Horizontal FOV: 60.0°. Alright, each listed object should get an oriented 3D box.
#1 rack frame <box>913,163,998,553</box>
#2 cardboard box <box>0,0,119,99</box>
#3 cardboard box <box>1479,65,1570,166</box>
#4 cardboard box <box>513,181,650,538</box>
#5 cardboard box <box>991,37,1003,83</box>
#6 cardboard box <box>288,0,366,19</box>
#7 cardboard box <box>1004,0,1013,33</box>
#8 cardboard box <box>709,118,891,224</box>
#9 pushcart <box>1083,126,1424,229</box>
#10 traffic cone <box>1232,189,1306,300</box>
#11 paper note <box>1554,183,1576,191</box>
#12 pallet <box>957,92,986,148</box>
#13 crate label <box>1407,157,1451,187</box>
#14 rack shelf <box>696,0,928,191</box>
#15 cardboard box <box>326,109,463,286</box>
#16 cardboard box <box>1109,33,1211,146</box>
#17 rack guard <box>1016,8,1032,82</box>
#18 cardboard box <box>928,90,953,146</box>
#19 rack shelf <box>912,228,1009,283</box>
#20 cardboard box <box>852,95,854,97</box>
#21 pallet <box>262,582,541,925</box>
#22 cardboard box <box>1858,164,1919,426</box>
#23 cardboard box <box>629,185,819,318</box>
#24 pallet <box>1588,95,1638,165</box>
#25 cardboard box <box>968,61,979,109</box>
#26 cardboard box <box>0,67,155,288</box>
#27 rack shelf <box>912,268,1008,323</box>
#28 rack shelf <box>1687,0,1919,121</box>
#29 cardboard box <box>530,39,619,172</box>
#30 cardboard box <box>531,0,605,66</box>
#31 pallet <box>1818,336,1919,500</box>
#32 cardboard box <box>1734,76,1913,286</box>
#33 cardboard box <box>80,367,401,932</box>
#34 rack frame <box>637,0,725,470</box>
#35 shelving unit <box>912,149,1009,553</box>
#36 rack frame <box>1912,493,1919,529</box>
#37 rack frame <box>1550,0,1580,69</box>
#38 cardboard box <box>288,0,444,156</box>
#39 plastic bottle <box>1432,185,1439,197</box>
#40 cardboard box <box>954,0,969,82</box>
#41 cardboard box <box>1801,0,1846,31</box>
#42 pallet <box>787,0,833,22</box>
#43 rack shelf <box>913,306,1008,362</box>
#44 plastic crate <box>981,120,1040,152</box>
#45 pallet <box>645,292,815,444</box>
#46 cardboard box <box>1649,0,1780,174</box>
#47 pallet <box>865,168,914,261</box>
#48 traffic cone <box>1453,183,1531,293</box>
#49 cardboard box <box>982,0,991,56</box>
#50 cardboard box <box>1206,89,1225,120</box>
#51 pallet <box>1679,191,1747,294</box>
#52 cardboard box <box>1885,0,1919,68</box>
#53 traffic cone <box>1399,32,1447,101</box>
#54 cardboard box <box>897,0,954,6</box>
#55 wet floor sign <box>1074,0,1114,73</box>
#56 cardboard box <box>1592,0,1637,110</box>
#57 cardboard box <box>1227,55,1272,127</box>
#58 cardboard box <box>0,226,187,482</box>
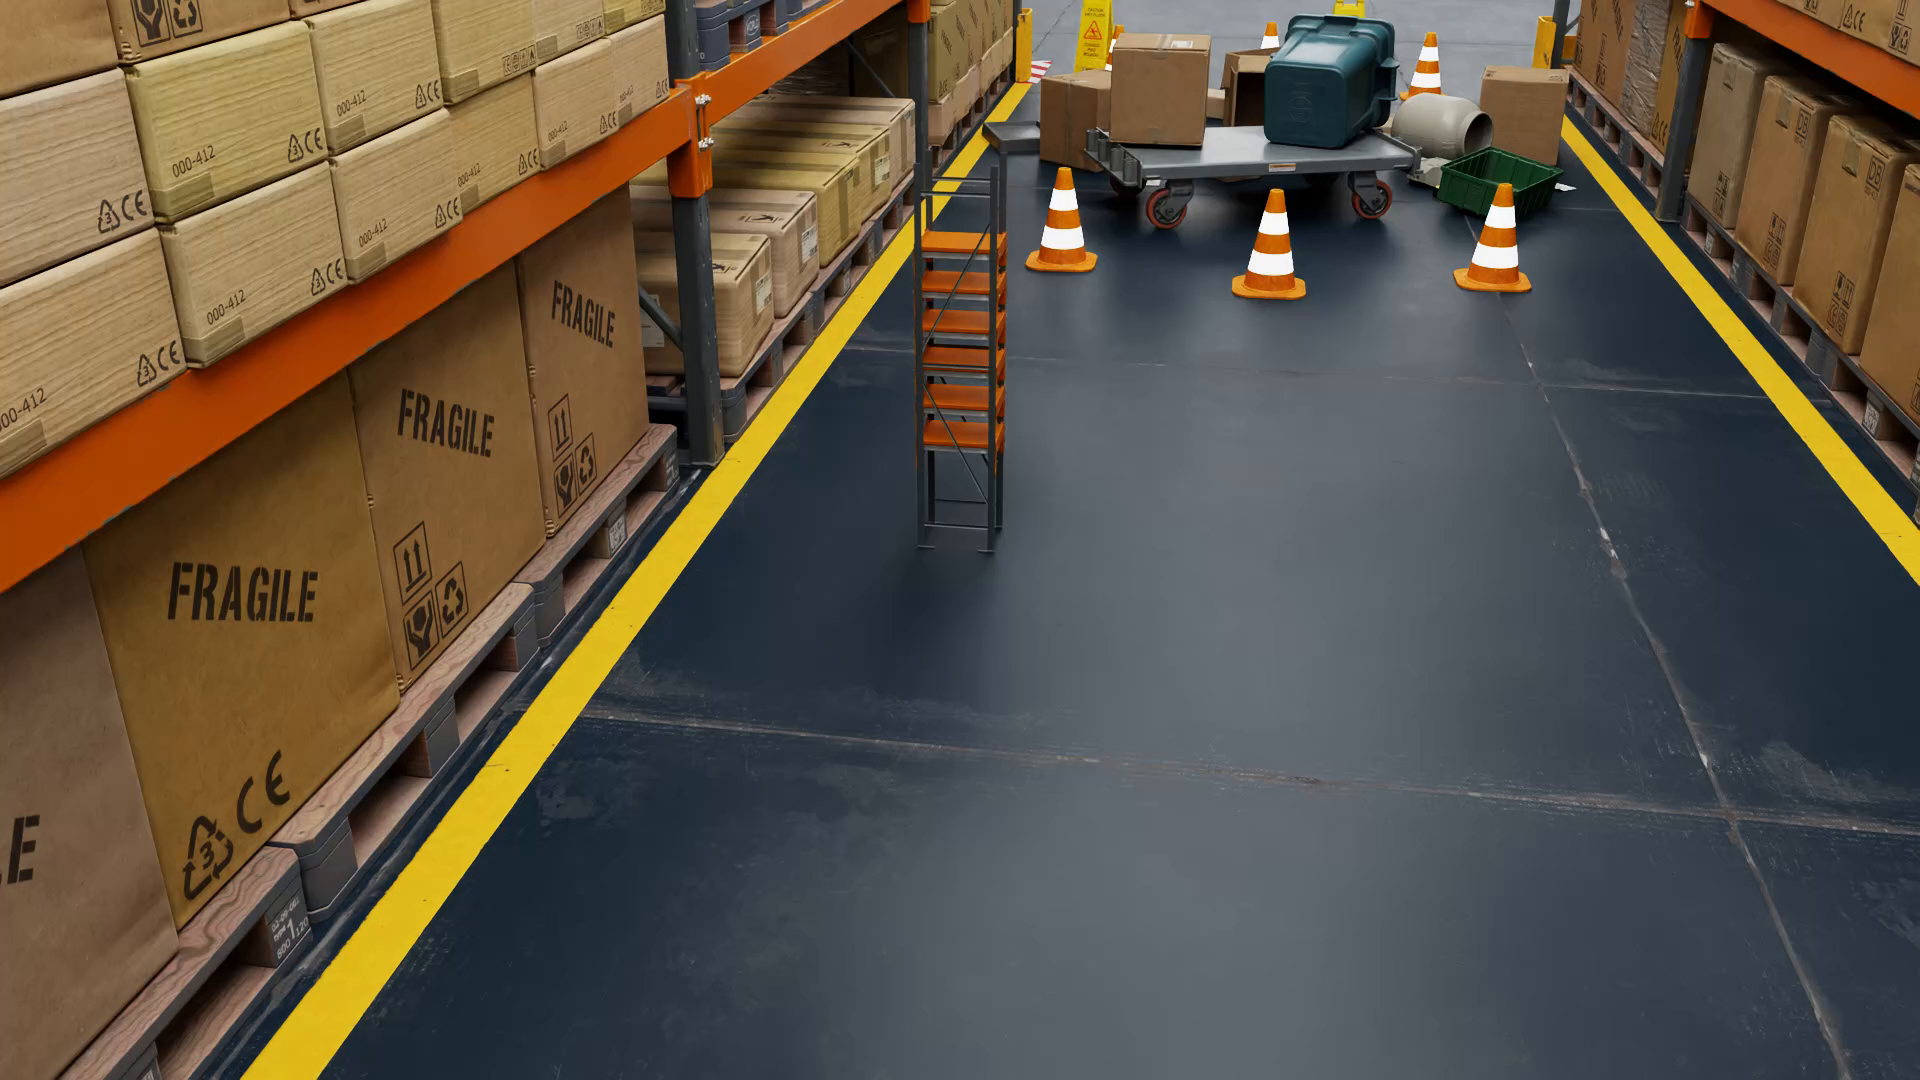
[{"bbox_3d":[-0.013,-0.511,4.927,0.240,1.200,0.006,4,25,9],"label":"rack frame"},{"bbox_3d":[-1.576,-0.867,2.267,0.500,0.500,0.500,4,25,8],"label":"cardboard box"},{"bbox_3d":[3.462,-2.625,10.265,0.500,0.500,0.500,8,26,18],"label":"cardboard box"},{"bbox_3d":[-1.528,-0.608,5.021,0.875,0.875,0.875,4,25,8],"label":"cardboard box"},{"bbox_3d":[0.015,-3.381,11.683,0.500,0.250,0.500,4,25,9],"label":"cardboard box"},{"bbox_3d":[-1.413,-1.293,3.177,0.500,0.500,0.500,4,25,8],"label":"cardboard box"},{"bbox_3d":[0.100,-3.940,11.993,0.500,0.500,0.500,4,25,9],"label":"cardboard box"},{"bbox_3d":[-0.877,-1.816,8.195,0.950,0.372,0.625,6,26,12],"label":"cardboard box"},{"bbox_3d":[1.578,-2.011,9.102,1.648,0.377,0.936,-5,25,-10],"label":"pushcart"},{"bbox_3d":[1.438,-1.381,7.654,0.336,0.463,0.334,4,25,9],"label":"traffic cone"},{"bbox_3d":[3.437,-2.035,9.561,0.147,0.020,0.142,-14,29,-27],"label":"paper note"},{"bbox_3d":[-0.408,-2.868,11.129,1.003,0.211,1.213,4,25,9],"label":"pallet"},{"bbox_3d":[2.749,-2.130,9.638,0.298,0.136,0.250,-14,29,-27],"label":"crate label"},{"bbox_3d":[-1.006,-2.174,7.204,1.077,0.370,4.000,4,25,9],"label":"rack shelf"},{"bbox_3d":[-1.381,-0.726,3.440,0.500,0.250,0.500,4,25,8],"label":"cardboard box"},{"bbox_3d":[1.081,-2.436,8.972,0.500,0.500,0.500,4,25,9],"label":"cardboard box"},{"bbox_3d":[-0.038,-3.845,12.875,1.175,0.500,0.348,4,25,9],"label":"rack guard"},{"bbox_3d":[-0.317,-2.509,9.820,0.500,0.250,0.500,3,25,6],"label":"cardboard box"},{"bbox_3d":[0.002,-0.835,4.875,0.258,0.103,0.180,4,25,9],"label":"rack shelf"},{"bbox_3d":[-0.848,-2.547,9.901,0.500,0.250,0.500,5,26,11],"label":"cardboard box"},{"bbox_3d":[-1.738,0.433,4.076,1.003,0.211,1.213,4,25,9],"label":"pallet"},{"bbox_3d":[3.755,-0.782,5.541,1.050,0.750,0.750,4,25,8],"label":"cardboard box"},{"bbox_3d":[-1.118,-1.208,6.897,0.950,0.372,0.625,4,25,8],"label":"cardboard box"},{"bbox_3d":[4.619,-2.597,10.549,1.003,0.211,1.213,4,25,9],"label":"pallet"},{"bbox_3d":[-0.157,-2.955,10.773,0.500,0.250,0.500,4,25,8],"label":"cardboard box"},{"bbox_3d":[-1.579,-0.533,2.438,0.500,0.250,0.500,4,25,9],"label":"cardboard box"},{"bbox_3d":[0.002,-0.727,4.926,0.258,0.103,0.180,4,25,9],"label":"rack shelf"},{"bbox_3d":[3.894,-1.873,6.562,1.077,0.370,4.000,4,25,9],"label":"rack shelf"},{"bbox_3d":[-1.228,-1.151,4.347,0.500,0.250,0.500,4,25,9],"label":"cardboard box"},{"bbox_3d":[-1.242,-1.387,4.262,0.500,0.250,0.500,3,25,7],"label":"cardboard box"},{"bbox_3d":[3.770,-0.424,5.907,1.003,0.211,1.213,4,25,9],"label":"pallet"},{"bbox_3d":[4.046,-1.538,7.155,1.050,0.750,0.750,4,25,9],"label":"cardboard box"},{"bbox_3d":[-1.825,0.139,3.426,0.875,0.875,0.875,5,26,10],"label":"cardboard box"},{"bbox_3d":[-1.333,-1.663,5.265,1.000,3.000,0.127,4,25,9],"label":"rack frame"},{"bbox_3d":[0.002,-0.549,5.009,0.258,1.200,0.189,4,25,9],"label":"shelving unit"},{"bbox_3d":[3.567,-1.362,4.622,1.000,3.000,0.127,4,25,9],"label":"rack frame"},{"bbox_3d":[4.874,-4.708,11.771,1.000,3.000,0.127,4,25,9],"label":"rack frame"},{"bbox_3d":[-1.390,-0.954,3.337,0.500,0.250,0.500,3,25,7],"label":"cardboard box"},{"bbox_3d":[2.777,-1.925,9.290,0.133,0.061,0.283,-9,27,-19],"label":"plastic bottle"},{"bbox_3d":[-0.241,-3.073,10.141,0.500,0.500,0.500,5,26,11],"label":"cardboard box"},{"bbox_3d":[3.620,-2.247,6.394,0.500,0.500,0.500,4,25,9],"label":"cardboard box"},{"bbox_3d":[-1.050,-2.407,7.080,1.003,0.211,1.213,4,25,9],"label":"pallet"},{"bbox_3d":[0.002,-0.618,4.977,0.258,0.103,0.180,4,25,9],"label":"rack shelf"},{"bbox_3d":[0.386,-2.614,10.739,0.402,0.080,0.583,-5,25,-10],"label":"plastic crate"},{"bbox_3d":[-1.204,-0.727,6.554,1.003,0.211,1.213,4,25,9],"label":"pallet"},{"bbox_3d":[4.392,-2.521,9.109,0.875,0.875,0.875,4,25,9],"label":"cardboard box"},{"bbox_3d":[-0.805,-1.747,8.734,1.003,0.211,1.213,4,25,9],"label":"pallet"},{"bbox_3d":[2.512,-1.430,7.760,0.336,0.463,0.334,4,25,9],"label":"traffic cone"},{"bbox_3d":[-0.071,-3.511,11.077,0.500,0.500,0.500,3,25,7],"label":"cardboard box"},{"bbox_3d":[1.753,-3.030,11.548,0.380,0.149,0.250,19,31,35],"label":"cardboard box"},{"bbox_3d":[4.169,-1.444,8.087,1.003,0.211,1.213,4,25,9],"label":"pallet"},{"bbox_3d":[3.458,-1.823,5.489,0.500,0.500,0.500,4,25,9],"label":"cardboard box"},{"bbox_3d":[3.386,-3.436,12.044,0.336,0.463,0.334,4,25,9],"label":"traffic cone"},{"bbox_3d":[-0.237,-3.191,9.626,0.380,0.149,0.250,4,25,9],"label":"cardboard box"},{"bbox_3d":[1.061,-3.948,12.923,0.267,0.644,0.232,13,28,26],"label":"wet floor sign"},{"bbox_3d":[4.687,-3.280,10.730,0.875,0.875,0.875,4,25,8],"label":"cardboard box"},{"bbox_3d":[2.040,-2.638,10.132,0.797,0.637,0.503,4,25,9],"label":"cardboard box"},{"bbox_3d":[-1.572,-0.305,2.539,0.500,0.250,0.500,3,25,7],"label":"cardboard box"}]
